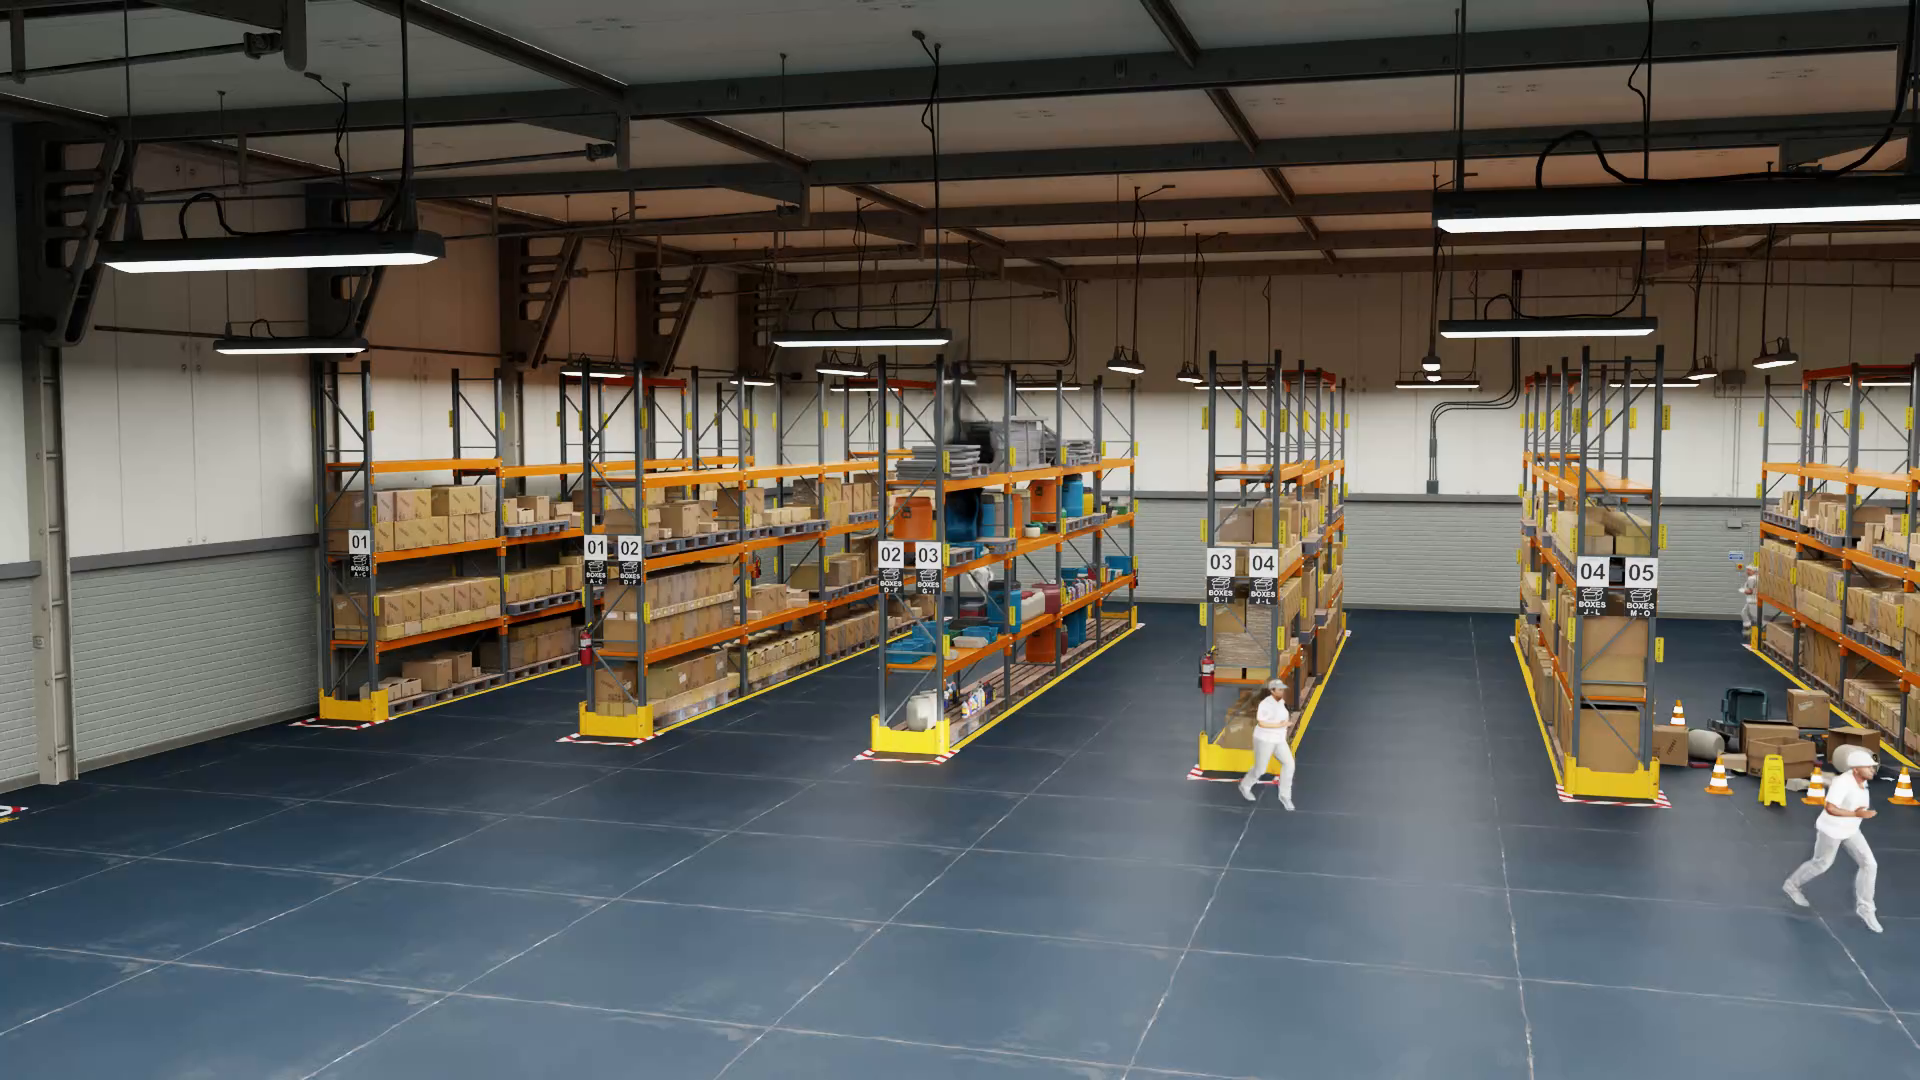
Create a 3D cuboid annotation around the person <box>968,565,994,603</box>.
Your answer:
[{"bbox_3d":[0.576,1.177,42.067,0.671,1.686,0.640,-3,5,-37],"label":"person"}]

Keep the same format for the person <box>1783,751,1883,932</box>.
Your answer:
[{"bbox_3d":[8.751,2.954,16.656,0.694,1.774,1.006,-2,5,-28],"label":"person"}]

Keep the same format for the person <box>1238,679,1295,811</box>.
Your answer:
[{"bbox_3d":[3.992,2.643,21.616,0.627,1.712,0.860,-4,6,-43],"label":"person"}]

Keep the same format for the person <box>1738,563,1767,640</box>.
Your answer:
[{"bbox_3d":[18.039,1.444,37.704,0.778,1.830,0.686,3,5,37],"label":"person"}]
